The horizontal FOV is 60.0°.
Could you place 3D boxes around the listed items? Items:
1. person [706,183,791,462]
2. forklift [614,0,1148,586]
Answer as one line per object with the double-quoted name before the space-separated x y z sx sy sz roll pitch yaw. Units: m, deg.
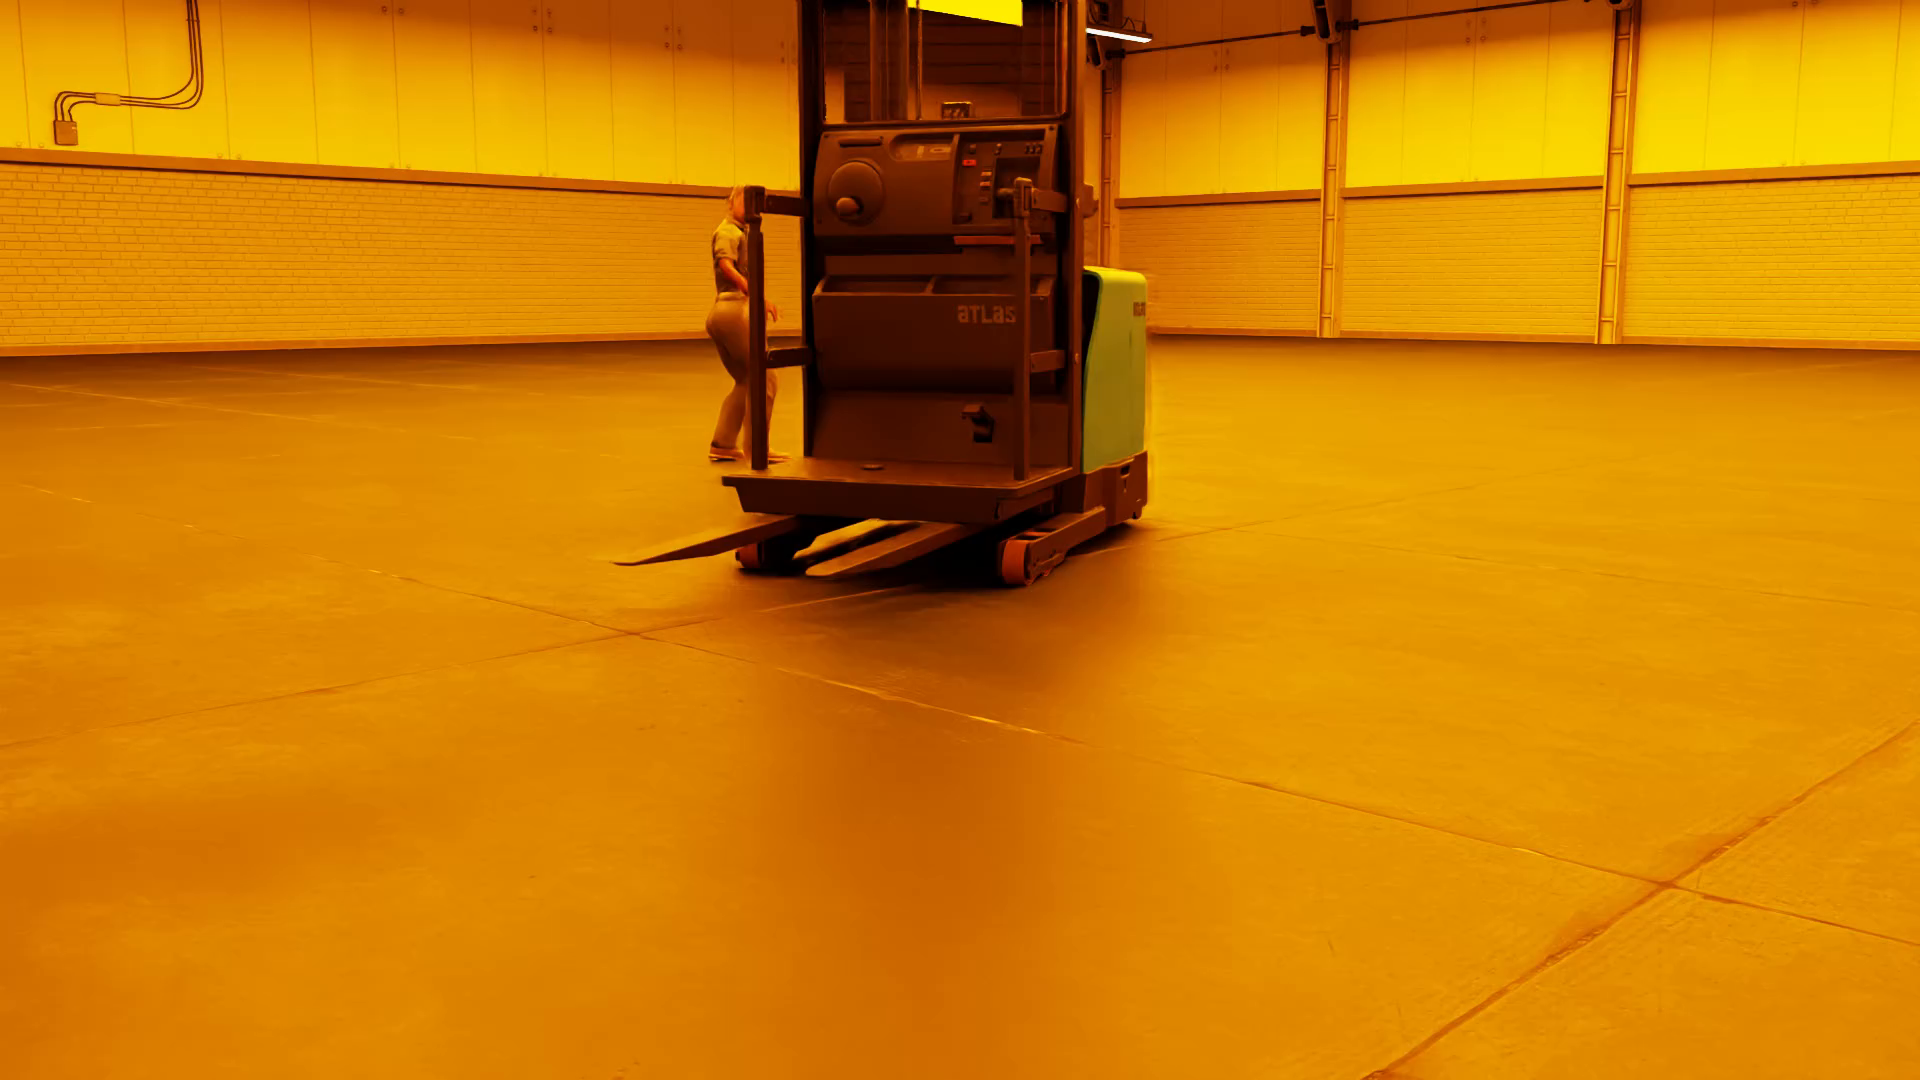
"person" -1.255 -1.267 9.752 0.463 1.621 0.655 -2 9 -16
"forklift" -0.167 -1.358 5.894 1.130 2.935 3.031 3 9 20
